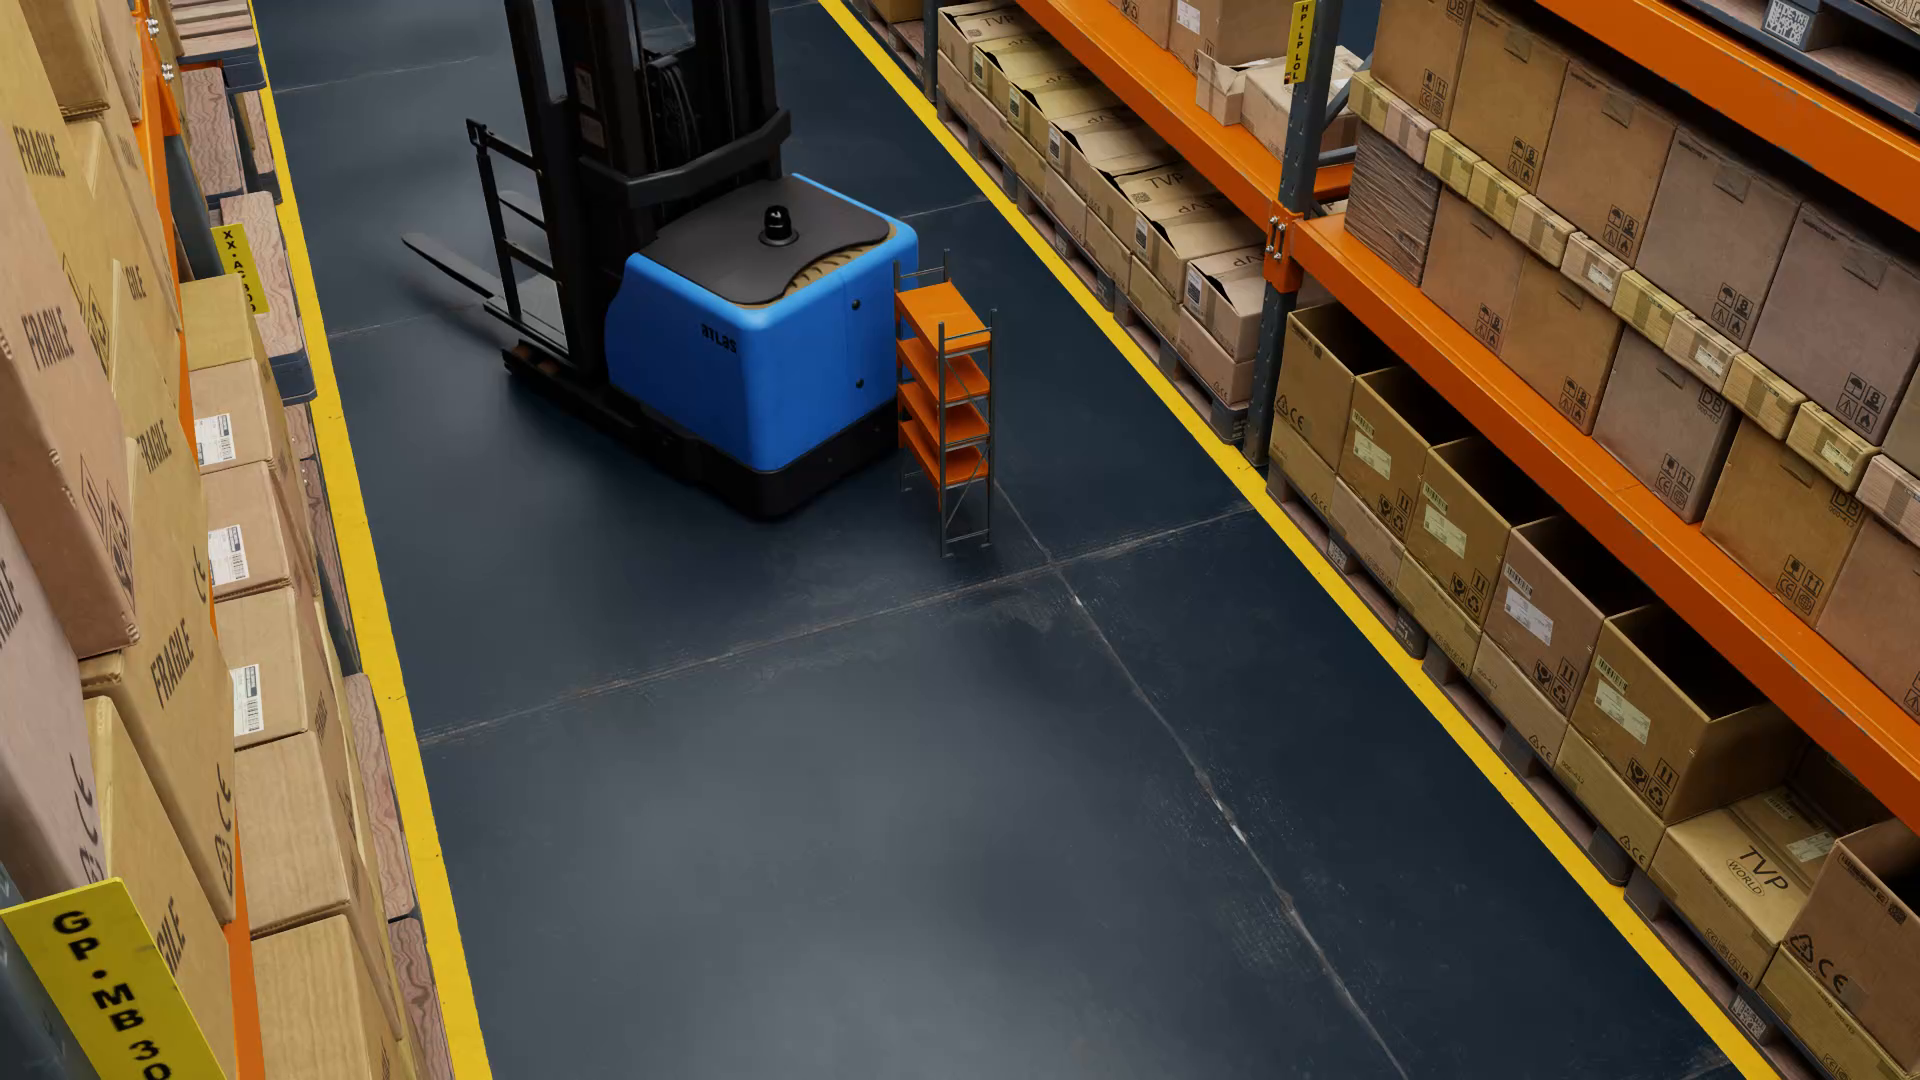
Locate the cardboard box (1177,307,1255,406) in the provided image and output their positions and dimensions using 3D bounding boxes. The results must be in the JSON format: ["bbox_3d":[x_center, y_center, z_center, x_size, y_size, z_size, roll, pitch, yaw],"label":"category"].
[{"bbox_3d":[1.364,-0.918,7.803,0.500,0.250,0.500,-16,43,-17],"label":"cardboard box"}]

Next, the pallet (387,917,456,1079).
[{"bbox_3d":[-2.024,1.804,4.991,1.003,0.211,1.213,-15,43,-17],"label":"pallet"}]

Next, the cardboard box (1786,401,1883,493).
[{"bbox_3d":[2.605,-0.302,4.726,0.380,0.149,0.250,-14,43,-16],"label":"cardboard box"}]

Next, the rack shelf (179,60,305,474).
[{"bbox_3d":[-3.550,-1.317,7.033,1.077,0.370,4.000,-15,43,-17],"label":"rack shelf"}]

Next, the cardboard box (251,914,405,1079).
[{"bbox_3d":[-1.339,1.126,3.164,0.500,0.500,0.500,-15,43,-17],"label":"cardboard box"}]

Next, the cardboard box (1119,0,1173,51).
[{"bbox_3d":[1.119,-2.747,8.067,0.500,0.500,0.500,-15,43,-17],"label":"cardboard box"}]

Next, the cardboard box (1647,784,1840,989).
[{"bbox_3d":[2.641,1.122,5.432,0.500,0.250,0.500,-15,43,-17],"label":"cardboard box"}]

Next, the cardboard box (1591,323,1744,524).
[{"bbox_3d":[2.560,-0.468,5.417,0.700,0.500,0.500,-14,43,-16],"label":"cardboard box"}]

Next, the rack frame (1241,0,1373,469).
[{"bbox_3d":[1.791,-1.624,6.837,1.000,3.000,0.127,-15,43,-17],"label":"rack frame"}]

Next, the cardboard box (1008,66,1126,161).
[{"bbox_3d":[0.591,-2.352,9.041,0.500,0.311,0.500,-16,43,-18],"label":"cardboard box"}]

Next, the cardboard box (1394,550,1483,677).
[{"bbox_3d":[2.061,0.220,6.481,0.500,0.250,0.500,-15,43,-17],"label":"cardboard box"}]

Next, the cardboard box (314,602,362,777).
[{"bbox_3d":[-1.933,0.475,4.497,0.500,0.250,0.500,-15,43,-17],"label":"cardboard box"}]

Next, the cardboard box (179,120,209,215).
[{"bbox_3d":[-3.155,-1.244,5.982,0.700,0.500,0.500,-11,42,-12],"label":"cardboard box"}]

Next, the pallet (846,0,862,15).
[{"bbox_3d":[-0.453,-4.169,11.936,1.003,0.211,1.213,-15,43,-17],"label":"pallet"}]

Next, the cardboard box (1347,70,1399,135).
[{"bbox_3d":[1.715,-1.697,6.349,0.380,0.149,0.250,-15,43,-17],"label":"cardboard box"}]

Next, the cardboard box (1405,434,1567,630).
[{"bbox_3d":[2.062,-0.065,6.236,0.500,0.500,0.500,-15,43,-17],"label":"cardboard box"}]

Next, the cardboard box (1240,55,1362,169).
[{"bbox_3d":[1.562,-1.852,7.219,0.500,0.250,0.500,-13,42,-14],"label":"cardboard box"}]

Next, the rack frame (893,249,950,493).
[{"bbox_3d":[-0.157,-0.702,7.146,0.240,1.200,0.015,-15,43,-17],"label":"rack frame"}]

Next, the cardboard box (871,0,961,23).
[{"bbox_3d":[-0.314,-3.757,10.898,0.500,0.500,0.500,-14,43,-15],"label":"cardboard box"}]

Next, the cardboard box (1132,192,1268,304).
[{"bbox_3d":[1.166,-1.437,7.977,0.500,0.311,0.500,-14,43,-16],"label":"cardboard box"}]

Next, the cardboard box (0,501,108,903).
[{"bbox_3d":[-1.177,0.170,1.593,0.500,0.500,0.500,-18,44,-20],"label":"cardboard box"}]

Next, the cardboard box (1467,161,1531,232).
[{"bbox_3d":[2.013,-1.233,5.810,0.380,0.149,0.250,-15,43,-17],"label":"cardboard box"}]

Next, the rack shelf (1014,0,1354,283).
[{"bbox_3d":[1.026,-2.556,8.473,1.077,0.370,4.000,-15,43,-17],"label":"rack shelf"}]

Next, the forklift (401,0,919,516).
[{"bbox_3d":[-1.599,-2.045,7.381,3.031,2.935,1.130,30,49,30],"label":"forklift"}]

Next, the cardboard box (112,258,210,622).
[{"bbox_3d":[-1.526,-0.067,2.634,0.500,0.500,0.500,-13,42,-15],"label":"cardboard box"}]

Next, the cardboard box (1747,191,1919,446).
[{"bbox_3d":[2.735,-0.679,4.667,0.700,0.500,0.500,-15,43,-17],"label":"cardboard box"}]

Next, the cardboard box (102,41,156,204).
[{"bbox_3d":[-2.181,-1.018,3.741,0.500,0.500,0.500,-19,44,-20],"label":"cardboard box"}]

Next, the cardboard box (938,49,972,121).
[{"bbox_3d":[0.190,-2.761,9.947,0.500,0.250,0.500,-15,43,-17],"label":"cardboard box"}]

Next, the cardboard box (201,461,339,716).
[{"bbox_3d":[-1.939,0.192,4.250,0.500,0.500,0.500,-16,43,-18],"label":"cardboard box"}]

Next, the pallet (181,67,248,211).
[{"bbox_3d":[-3.520,-1.540,6.887,1.003,0.211,1.213,-15,43,-17],"label":"pallet"}]

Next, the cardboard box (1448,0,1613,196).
[{"bbox_3d":[2.161,-1.584,5.719,0.700,0.500,0.500,-15,43,-17],"label":"cardboard box"}]

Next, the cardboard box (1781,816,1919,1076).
[{"bbox_3d":[2.841,1.136,4.840,0.500,0.500,0.500,-15,43,-17],"label":"cardboard box"}]

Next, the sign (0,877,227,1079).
[{"bbox_3d":[-0.753,0.420,1.490,0.100,0.325,0.005,-15,43,-17],"label":"sign"}]

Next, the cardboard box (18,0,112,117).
[{"bbox_3d":[-1.913,-1.074,3.039,0.500,0.500,0.500,-17,43,-18],"label":"cardboard box"}]

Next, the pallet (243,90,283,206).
[{"bbox_3d":[-4.547,-2.231,9.683,1.003,0.211,1.213,-15,43,-17],"label":"pallet"}]

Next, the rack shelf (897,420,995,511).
[{"bbox_3d":[-0.063,-0.353,7.148,0.258,0.148,0.480,-15,43,-17],"label":"rack shelf"}]

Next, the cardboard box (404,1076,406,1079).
[{"bbox_3d":[-1.359,1.391,3.432,0.500,0.250,0.500,-16,43,-18],"label":"cardboard box"}]

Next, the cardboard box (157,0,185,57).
[{"bbox_3d":[-3.887,-2.389,7.314,0.700,0.500,0.500,-19,44,-21],"label":"cardboard box"}]

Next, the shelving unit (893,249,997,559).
[{"bbox_3d":[-0.063,-0.555,6.975,0.258,1.200,0.503,-15,43,-17],"label":"shelving unit"}]

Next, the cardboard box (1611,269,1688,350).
[{"bbox_3d":[2.311,-0.765,5.265,0.380,0.149,0.250,-15,43,-17],"label":"cardboard box"}]

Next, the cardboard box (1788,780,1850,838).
[{"bbox_3d":[3.127,0.991,5.584,0.500,0.250,0.500,-15,43,-17],"label":"cardboard box"}]

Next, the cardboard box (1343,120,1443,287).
[{"bbox_3d":[1.967,-1.396,6.496,0.700,0.500,0.500,-16,43,-18],"label":"cardboard box"}]

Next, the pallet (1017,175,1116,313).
[{"bbox_3d":[1.002,-1.736,9.107,1.003,0.211,1.213,-15,43,-17],"label":"pallet"}]

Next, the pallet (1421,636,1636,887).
[{"bbox_3d":[2.527,0.659,6.321,1.003,0.211,1.213,-15,43,-17],"label":"pallet"}]

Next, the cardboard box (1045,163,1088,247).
[{"bbox_3d":[0.783,-1.838,8.873,0.500,0.250,0.500,-14,43,-16],"label":"cardboard box"}]
